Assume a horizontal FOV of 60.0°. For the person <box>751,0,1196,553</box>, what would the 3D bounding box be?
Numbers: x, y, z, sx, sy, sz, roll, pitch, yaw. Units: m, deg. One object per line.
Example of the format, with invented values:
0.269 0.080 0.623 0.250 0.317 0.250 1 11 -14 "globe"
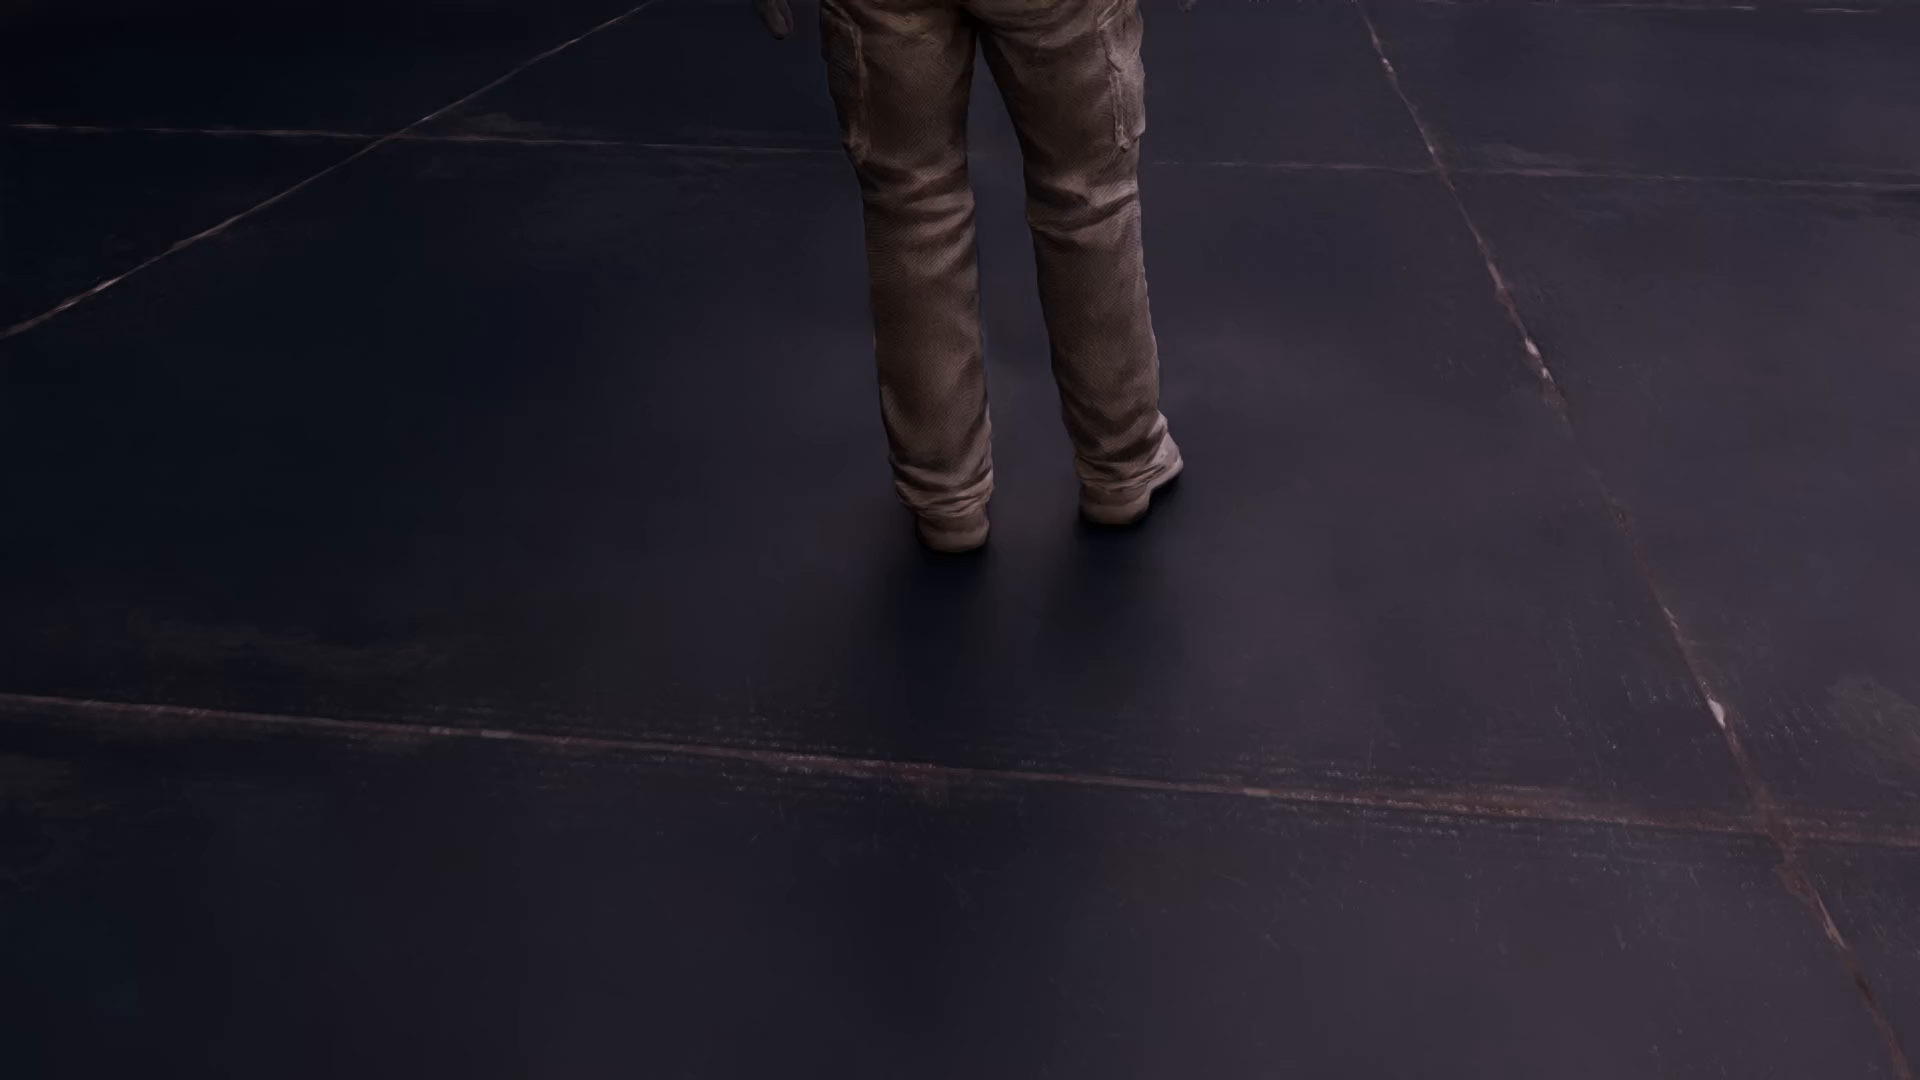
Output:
0.017 -0.833 2.163 0.655 1.777 0.576 3 27 7 "person"
